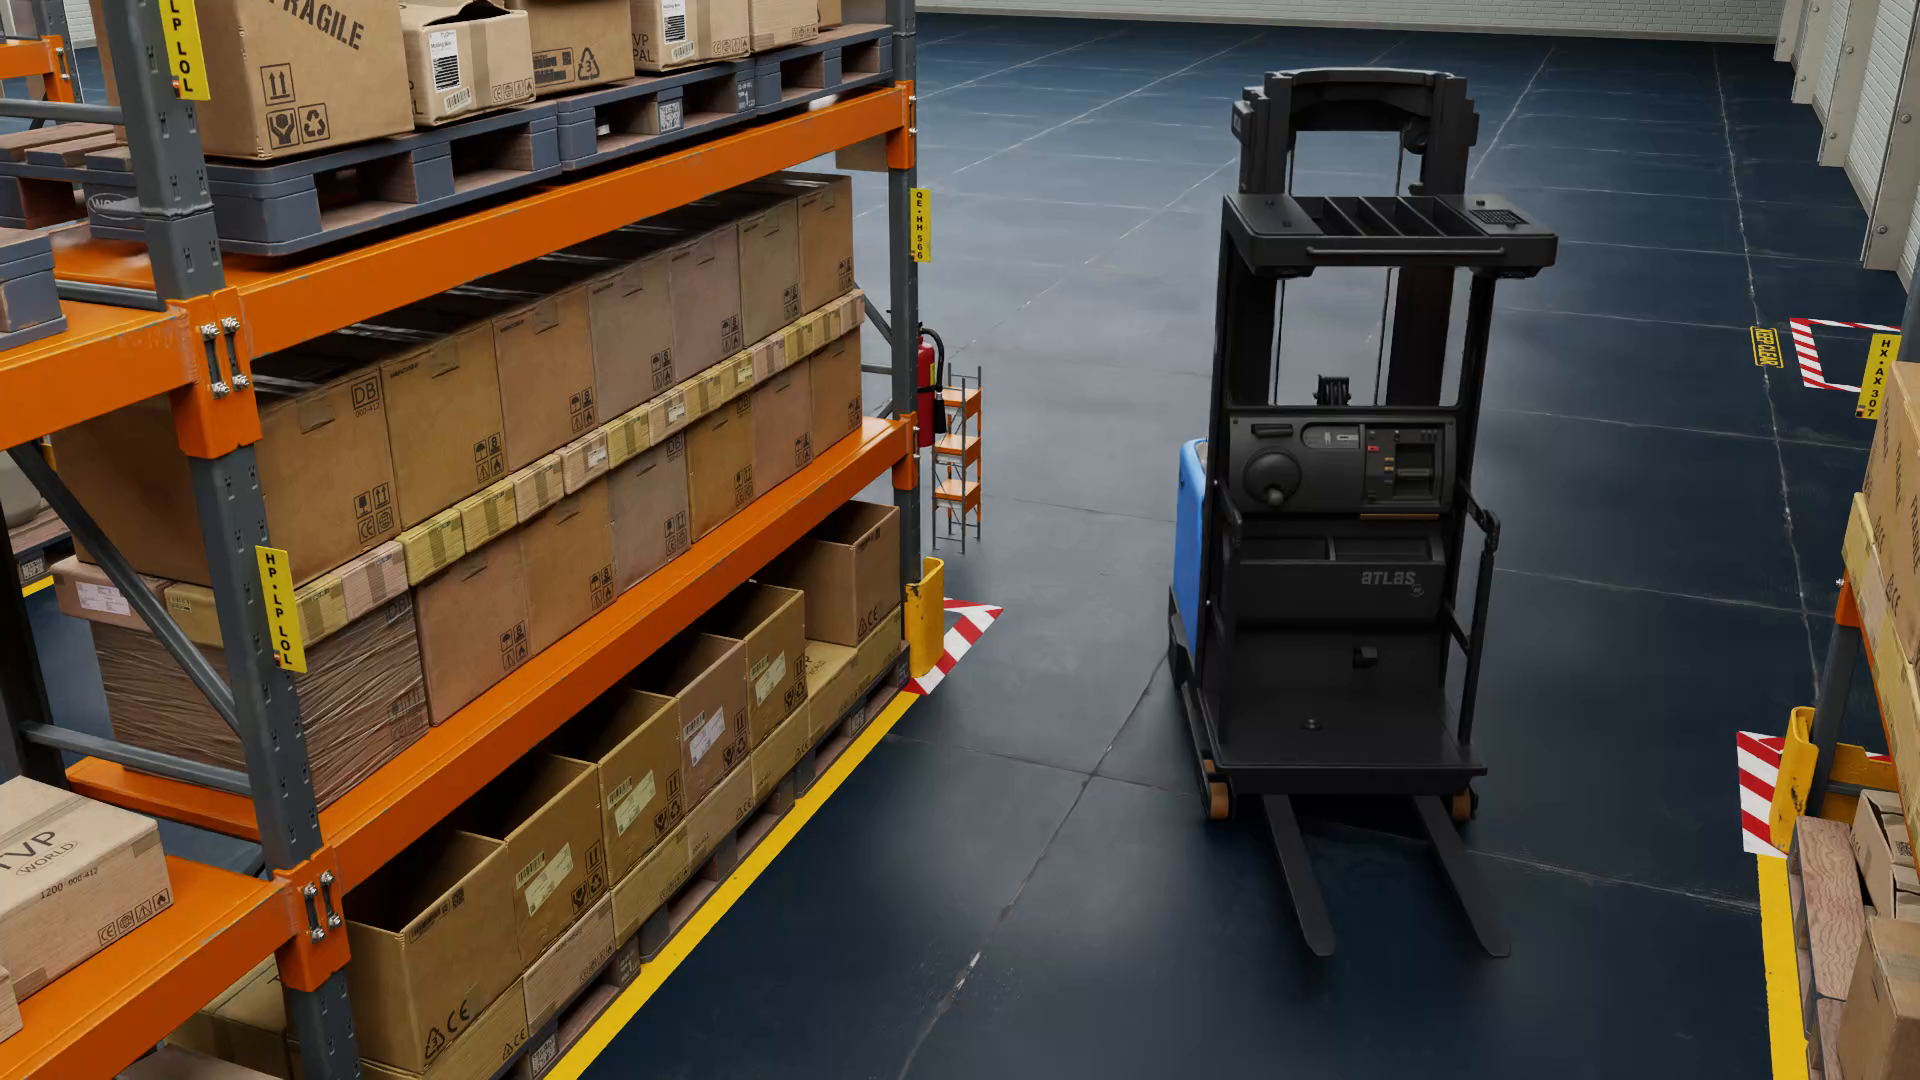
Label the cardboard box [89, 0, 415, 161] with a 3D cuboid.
[{"bbox_3d":[-1.731,-1.237,4.072,0.500,0.500,0.500,11,25,24],"label":"cardboard box"}]

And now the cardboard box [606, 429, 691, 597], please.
[{"bbox_3d":[-1.434,-0.164,6.121,0.700,0.500,0.500,10,24,22],"label":"cardboard box"}]

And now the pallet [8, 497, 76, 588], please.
[{"bbox_3d":[-5.566,0.063,9.326,1.003,0.211,1.213,9,24,20],"label":"pallet"}]

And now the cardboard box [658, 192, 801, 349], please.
[{"bbox_3d":[-1.072,-1.109,6.700,0.700,0.500,0.500,8,24,19],"label":"cardboard box"}]

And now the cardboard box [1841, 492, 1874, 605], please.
[{"bbox_3d":[3.448,0.060,5.884,0.500,0.250,0.500,8,24,19],"label":"cardboard box"}]

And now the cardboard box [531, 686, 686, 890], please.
[{"bbox_3d":[-1.328,0.844,5.887,0.500,0.500,0.500,9,24,20],"label":"cardboard box"}]

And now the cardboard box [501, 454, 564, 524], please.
[{"bbox_3d":[-1.504,-0.186,5.331,0.380,0.149,0.250,8,24,18],"label":"cardboard box"}]

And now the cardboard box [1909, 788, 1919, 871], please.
[{"bbox_3d":[2.698,0.790,4.136,0.500,0.250,0.500,9,24,20],"label":"cardboard box"}]

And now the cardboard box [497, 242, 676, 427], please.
[{"bbox_3d":[-1.444,-0.749,5.839,0.700,0.500,0.500,9,24,20],"label":"cardboard box"}]

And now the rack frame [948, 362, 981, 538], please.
[{"bbox_3d":[0.025,-0.509,9.606,0.200,1.050,0.008,9,24,20],"label":"rack frame"}]

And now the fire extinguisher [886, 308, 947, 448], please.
[{"bbox_3d":[-0.201,-0.777,7.820,0.296,0.674,0.183,9,24,20],"label":"fire extinguisher"}]

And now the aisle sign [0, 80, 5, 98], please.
[{"bbox_3d":[-5.520,-2.815,9.225,0.394,0.787,0.004,9,24,20],"label":"aisle sign"}]

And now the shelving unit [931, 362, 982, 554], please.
[{"bbox_3d":[-0.020,-0.465,9.502,0.215,1.050,0.252,9,24,20],"label":"shelving unit"}]

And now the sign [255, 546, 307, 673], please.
[{"bbox_3d":[-1.655,0.171,4.050,0.100,0.325,0.005,9,24,20],"label":"sign"}]

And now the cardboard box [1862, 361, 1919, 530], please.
[{"bbox_3d":[3.468,-0.288,5.743,0.500,0.500,0.500,9,24,20],"label":"cardboard box"}]

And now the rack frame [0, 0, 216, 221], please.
[{"bbox_3d":[-2.162,-2.174,3.280,1.000,3.000,0.127,9,24,20],"label":"rack frame"}]

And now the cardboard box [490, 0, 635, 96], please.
[{"bbox_3d":[-1.434,-1.667,5.098,0.797,0.503,0.637,12,25,26],"label":"cardboard box"}]

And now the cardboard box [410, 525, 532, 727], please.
[{"bbox_3d":[-1.814,0.199,5.253,0.700,0.500,0.500,9,24,20],"label":"cardboard box"}]

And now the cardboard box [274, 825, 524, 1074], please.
[{"bbox_3d":[-1.700,1.202,5.030,0.500,0.500,0.500,9,24,20],"label":"cardboard box"}]

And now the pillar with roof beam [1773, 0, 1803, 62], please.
[{"bbox_3d":[11.614,-13.875,31.293,9.100,9.000,0.400,9,24,20],"label":"pillar with roof beam"}]

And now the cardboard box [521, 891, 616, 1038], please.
[{"bbox_3d":[-1.518,1.368,5.605,0.500,0.250,0.500,9,24,20],"label":"cardboard box"}]

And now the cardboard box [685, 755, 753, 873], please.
[{"bbox_3d":[-1.148,1.010,6.462,0.500,0.250,0.500,9,24,20],"label":"cardboard box"}]

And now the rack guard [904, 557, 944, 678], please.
[{"bbox_3d":[-0.668,0.308,8.365,1.175,0.500,0.348,9,24,20],"label":"rack guard"}]

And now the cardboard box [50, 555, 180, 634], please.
[{"bbox_3d":[-2.260,0.121,4.598,0.380,0.149,0.250,9,24,20],"label":"cardboard box"}]

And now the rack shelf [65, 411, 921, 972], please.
[{"bbox_3d":[-1.420,0.210,6.288,1.077,0.370,4.000,9,24,20],"label":"rack shelf"}]

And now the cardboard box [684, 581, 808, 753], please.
[{"bbox_3d":[-0.957,0.486,6.744,0.500,0.500,0.500,9,24,20],"label":"cardboard box"}]

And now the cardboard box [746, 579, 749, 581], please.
[{"bbox_3d":[-1.266,0.231,7.355,0.500,0.500,0.500,9,24,20],"label":"cardboard box"}]

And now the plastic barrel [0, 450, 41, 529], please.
[{"bbox_3d":[-5.448,-0.347,9.372,0.421,0.512,0.421,0,23,0],"label":"plastic barrel"}]

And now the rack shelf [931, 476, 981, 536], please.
[{"bbox_3d":[-0.020,-0.199,9.613,0.215,0.259,0.240,9,24,20],"label":"rack shelf"}]

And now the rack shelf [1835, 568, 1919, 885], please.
[{"bbox_3d":[3.181,0.918,4.593,1.077,0.370,4.000,9,24,20],"label":"rack shelf"}]

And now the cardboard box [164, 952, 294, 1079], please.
[{"bbox_3d":[-2.193,1.472,5.357,0.500,0.250,0.500,9,24,20],"label":"cardboard box"}]

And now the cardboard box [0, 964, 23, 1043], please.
[{"bbox_3d":[-2.319,0.997,3.646,0.396,0.266,0.258,8,24,19],"label":"cardboard box"}]

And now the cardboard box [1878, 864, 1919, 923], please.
[{"bbox_3d":[3.372,1.347,5.551,0.500,0.311,0.500,11,25,24],"label":"cardboard box"}]

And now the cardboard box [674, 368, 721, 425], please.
[{"bbox_3d":[-1.121,-0.555,6.216,0.380,0.149,0.250,9,24,22],"label":"cardboard box"}]

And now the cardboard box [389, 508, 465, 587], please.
[{"bbox_3d":[-1.695,-0.002,4.892,0.380,0.149,0.250,8,24,19],"label":"cardboard box"}]

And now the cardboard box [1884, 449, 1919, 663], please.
[{"bbox_3d":[3.077,0.072,4.882,0.500,0.500,0.500,8,24,18],"label":"cardboard box"}]

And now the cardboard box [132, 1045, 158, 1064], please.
[{"bbox_3d":[-2.547,1.523,4.508,0.500,0.311,0.500,9,24,20],"label":"cardboard box"}]

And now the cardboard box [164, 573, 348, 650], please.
[{"bbox_3d":[-1.883,0.180,4.455,0.380,0.149,0.250,9,24,20],"label":"cardboard box"}]

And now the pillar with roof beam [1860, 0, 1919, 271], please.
[{"bbox_3d":[4.927,-7.434,15.872,9.100,9.000,0.400,9,24,20],"label":"pillar with roof beam"}]

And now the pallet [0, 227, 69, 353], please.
[{"bbox_3d":[-2.478,-0.384,3.135,0.805,0.209,1.217,8,24,18],"label":"pallet"}]

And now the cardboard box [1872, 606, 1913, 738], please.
[{"bbox_3d":[3.074,0.429,5.000,0.500,0.250,0.500,8,24,19],"label":"cardboard box"}]

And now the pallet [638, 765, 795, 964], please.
[{"bbox_3d":[-1.377,1.164,6.689,1.003,0.211,1.213,9,24,20],"label":"pallet"}]

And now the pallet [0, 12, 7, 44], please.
[{"bbox_3d":[-5.672,-2.563,8.347,1.003,0.211,1.213,9,24,20],"label":"pallet"}]

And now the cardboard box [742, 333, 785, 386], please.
[{"bbox_3d":[-0.928,-0.744,6.667,0.380,0.149,0.250,9,24,21],"label":"cardboard box"}]

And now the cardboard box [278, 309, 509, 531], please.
[{"bbox_3d":[-1.817,-0.391,4.982,0.700,0.500,0.500,9,24,20],"label":"cardboard box"}]

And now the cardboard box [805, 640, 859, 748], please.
[{"bbox_3d":[-0.776,0.653,7.319,0.500,0.250,0.500,9,24,20],"label":"cardboard box"}]

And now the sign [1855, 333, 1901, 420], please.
[{"bbox_3d":[3.420,-0.607,6.187,0.100,0.325,0.005,9,24,20],"label":"sign"}]

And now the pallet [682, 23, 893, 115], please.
[{"bbox_3d":[-0.963,-1.931,6.705,1.003,0.211,1.213,9,24,20],"label":"pallet"}]

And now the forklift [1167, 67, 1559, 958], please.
[{"bbox_3d":[1.574,-0.296,6.656,1.130,2.935,3.031,0,23,0],"label":"forklift"}]

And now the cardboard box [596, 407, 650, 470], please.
[{"bbox_3d":[-1.311,-0.375,5.784,0.380,0.149,0.250,9,24,20],"label":"cardboard box"}]

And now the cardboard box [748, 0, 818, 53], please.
[{"bbox_3d":[-0.860,-1.961,6.129,0.500,0.250,0.500,9,24,20],"label":"cardboard box"}]

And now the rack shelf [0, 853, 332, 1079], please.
[{"bbox_3d":[-2.905,1.642,2.861,1.077,0.370,4.000,9,24,20],"label":"rack shelf"}]

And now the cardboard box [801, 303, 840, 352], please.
[{"bbox_3d":[-0.738,-0.925,7.101,0.380,0.149,0.250,9,24,21],"label":"cardboard box"}]

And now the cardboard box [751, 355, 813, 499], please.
[{"bbox_3d":[-1.053,-0.530,6.996,0.700,0.500,0.500,9,24,21],"label":"cardboard box"}]

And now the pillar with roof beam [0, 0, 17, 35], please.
[{"bbox_3d":[-14.096,-12.858,28.858,9.100,9.000,0.400,9,24,20],"label":"pillar with roof beam"}]

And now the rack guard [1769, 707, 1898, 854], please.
[{"bbox_3d":[3.896,1.051,6.585,1.175,0.500,0.348,9,24,20],"label":"rack guard"}]

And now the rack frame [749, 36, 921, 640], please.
[{"bbox_3d":[-0.677,-0.837,7.863,1.000,3.000,0.127,9,24,20],"label":"rack frame"}]
